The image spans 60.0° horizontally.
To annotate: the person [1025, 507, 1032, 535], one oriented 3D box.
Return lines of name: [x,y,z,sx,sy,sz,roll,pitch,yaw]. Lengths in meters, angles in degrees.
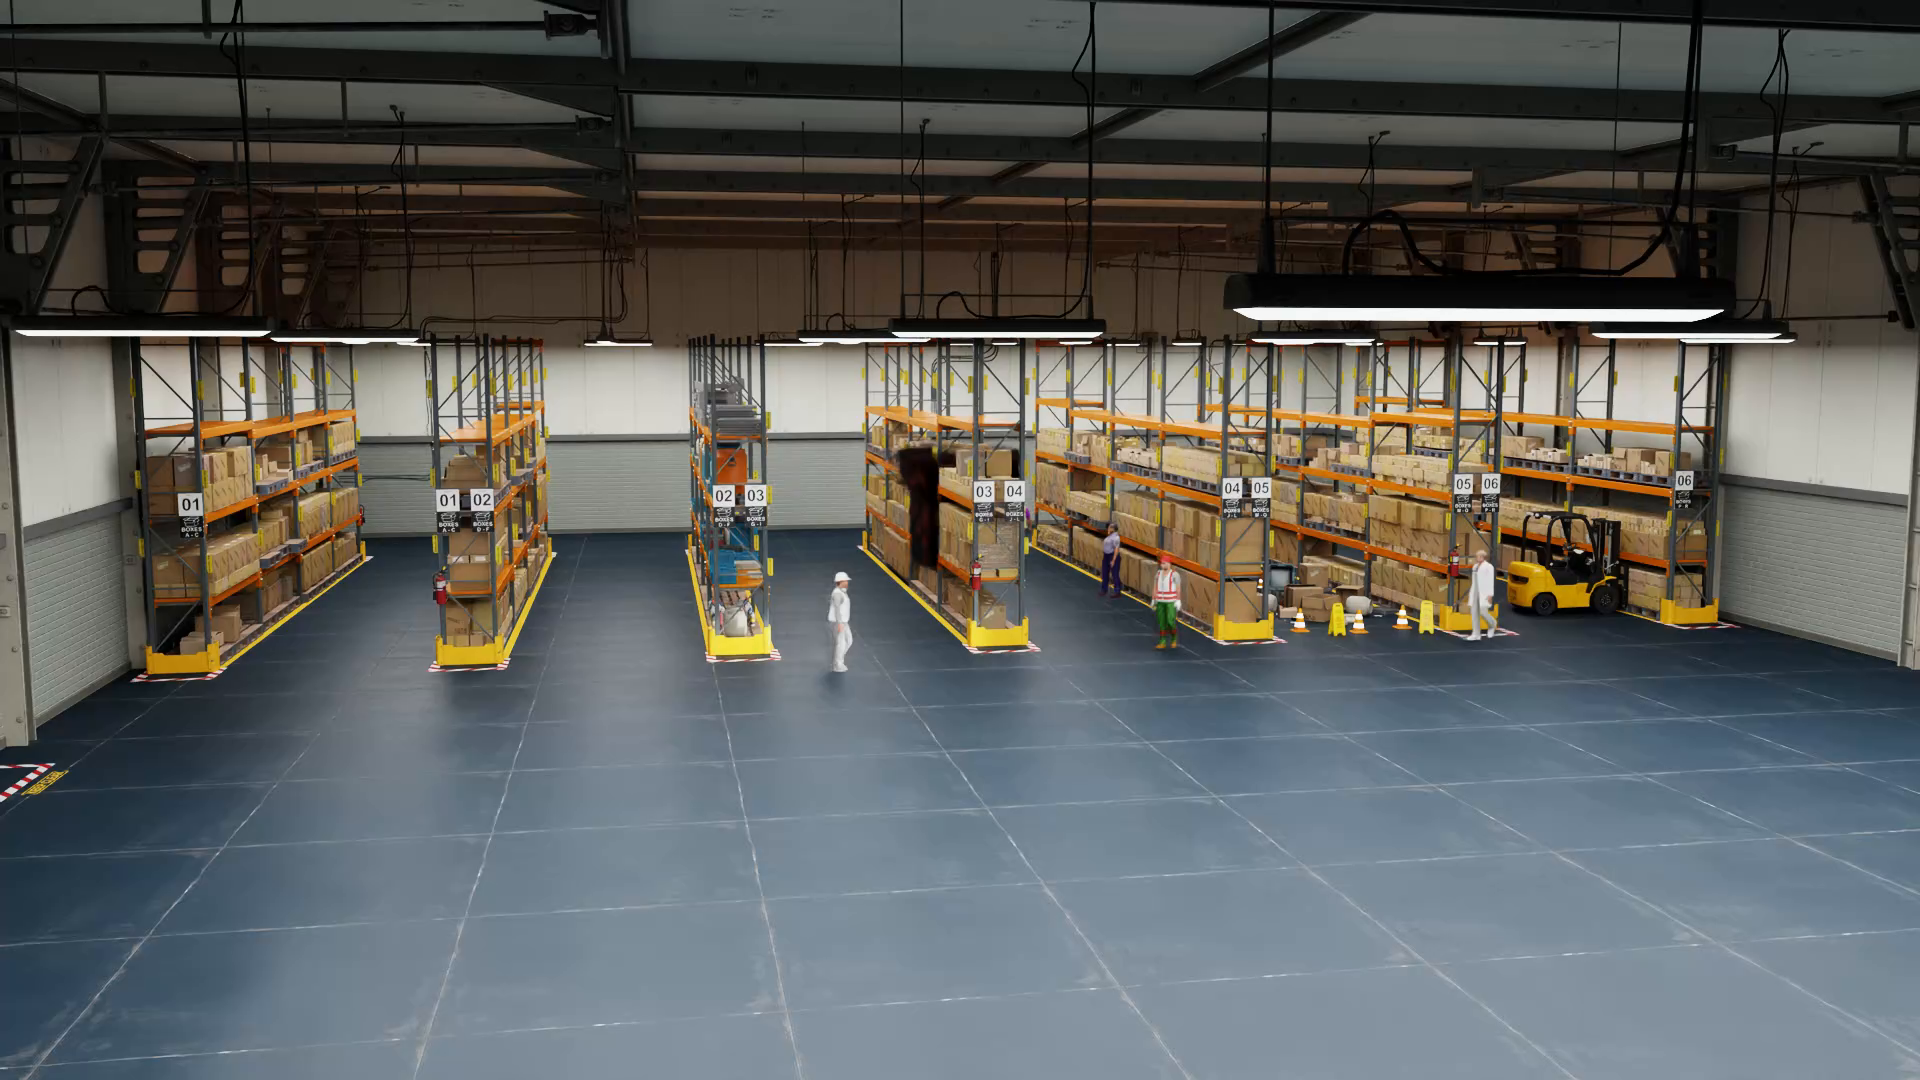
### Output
person: [1.635,-0.310,45.161,0.586,1.717,1.059,-1,7,-12]

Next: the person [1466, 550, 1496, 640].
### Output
person: [10.277,1.083,32.672,0.657,1.779,0.566,-6,9,-40]

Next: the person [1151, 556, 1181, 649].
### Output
person: [3.932,1.192,31.759,0.609,1.795,0.421,5,8,36]

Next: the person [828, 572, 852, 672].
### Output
person: [-2.146,1.469,29.721,0.410,1.805,0.661,1,7,6]

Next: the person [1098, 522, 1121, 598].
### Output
person: [3.296,0.431,36.434,0.425,1.648,0.529,-4,8,-32]
